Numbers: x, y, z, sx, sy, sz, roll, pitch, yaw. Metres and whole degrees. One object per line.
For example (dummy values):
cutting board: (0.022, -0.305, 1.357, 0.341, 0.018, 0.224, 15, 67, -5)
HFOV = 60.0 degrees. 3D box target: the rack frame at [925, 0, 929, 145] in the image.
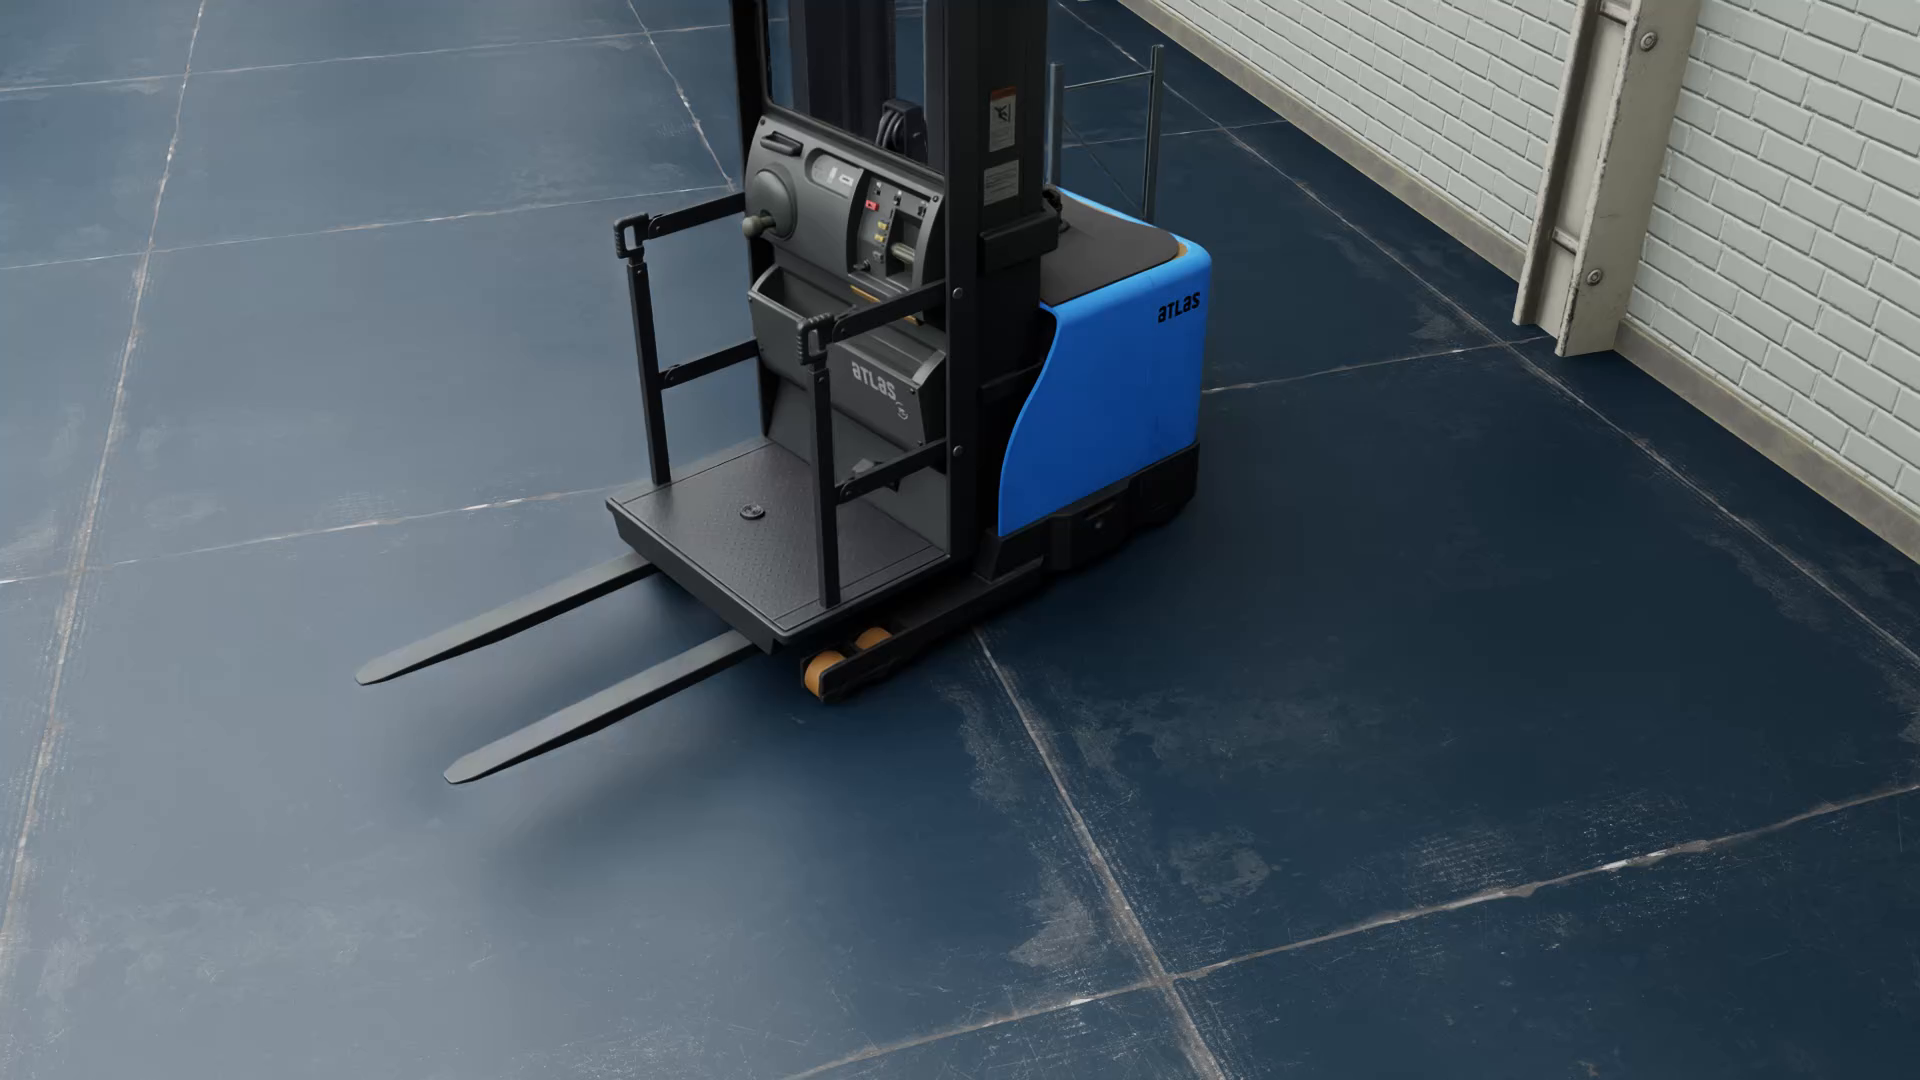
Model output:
rack frame: (0.077, -1.711, 7.479, 0.500, 1.500, 0.032, -17, 37, -24)

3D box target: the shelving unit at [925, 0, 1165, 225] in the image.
shelving unit: (0.321, -1.465, 7.107, 0.538, 1.500, 1.048, -17, 37, -24)

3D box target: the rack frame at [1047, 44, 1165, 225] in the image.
rack frame: (0.566, -1.220, 6.735, 0.500, 1.500, 0.032, -17, 37, -24)

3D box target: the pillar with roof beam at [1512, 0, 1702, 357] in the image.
pillar with roof beam: (-1.303, -3.984, 4.116, 9.100, 9.000, 0.400, -10, 35, -15)

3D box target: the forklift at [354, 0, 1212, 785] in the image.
forklift: (-0.537, -1.020, 5.135, 3.031, 2.935, 1.130, -26, 41, -33)
